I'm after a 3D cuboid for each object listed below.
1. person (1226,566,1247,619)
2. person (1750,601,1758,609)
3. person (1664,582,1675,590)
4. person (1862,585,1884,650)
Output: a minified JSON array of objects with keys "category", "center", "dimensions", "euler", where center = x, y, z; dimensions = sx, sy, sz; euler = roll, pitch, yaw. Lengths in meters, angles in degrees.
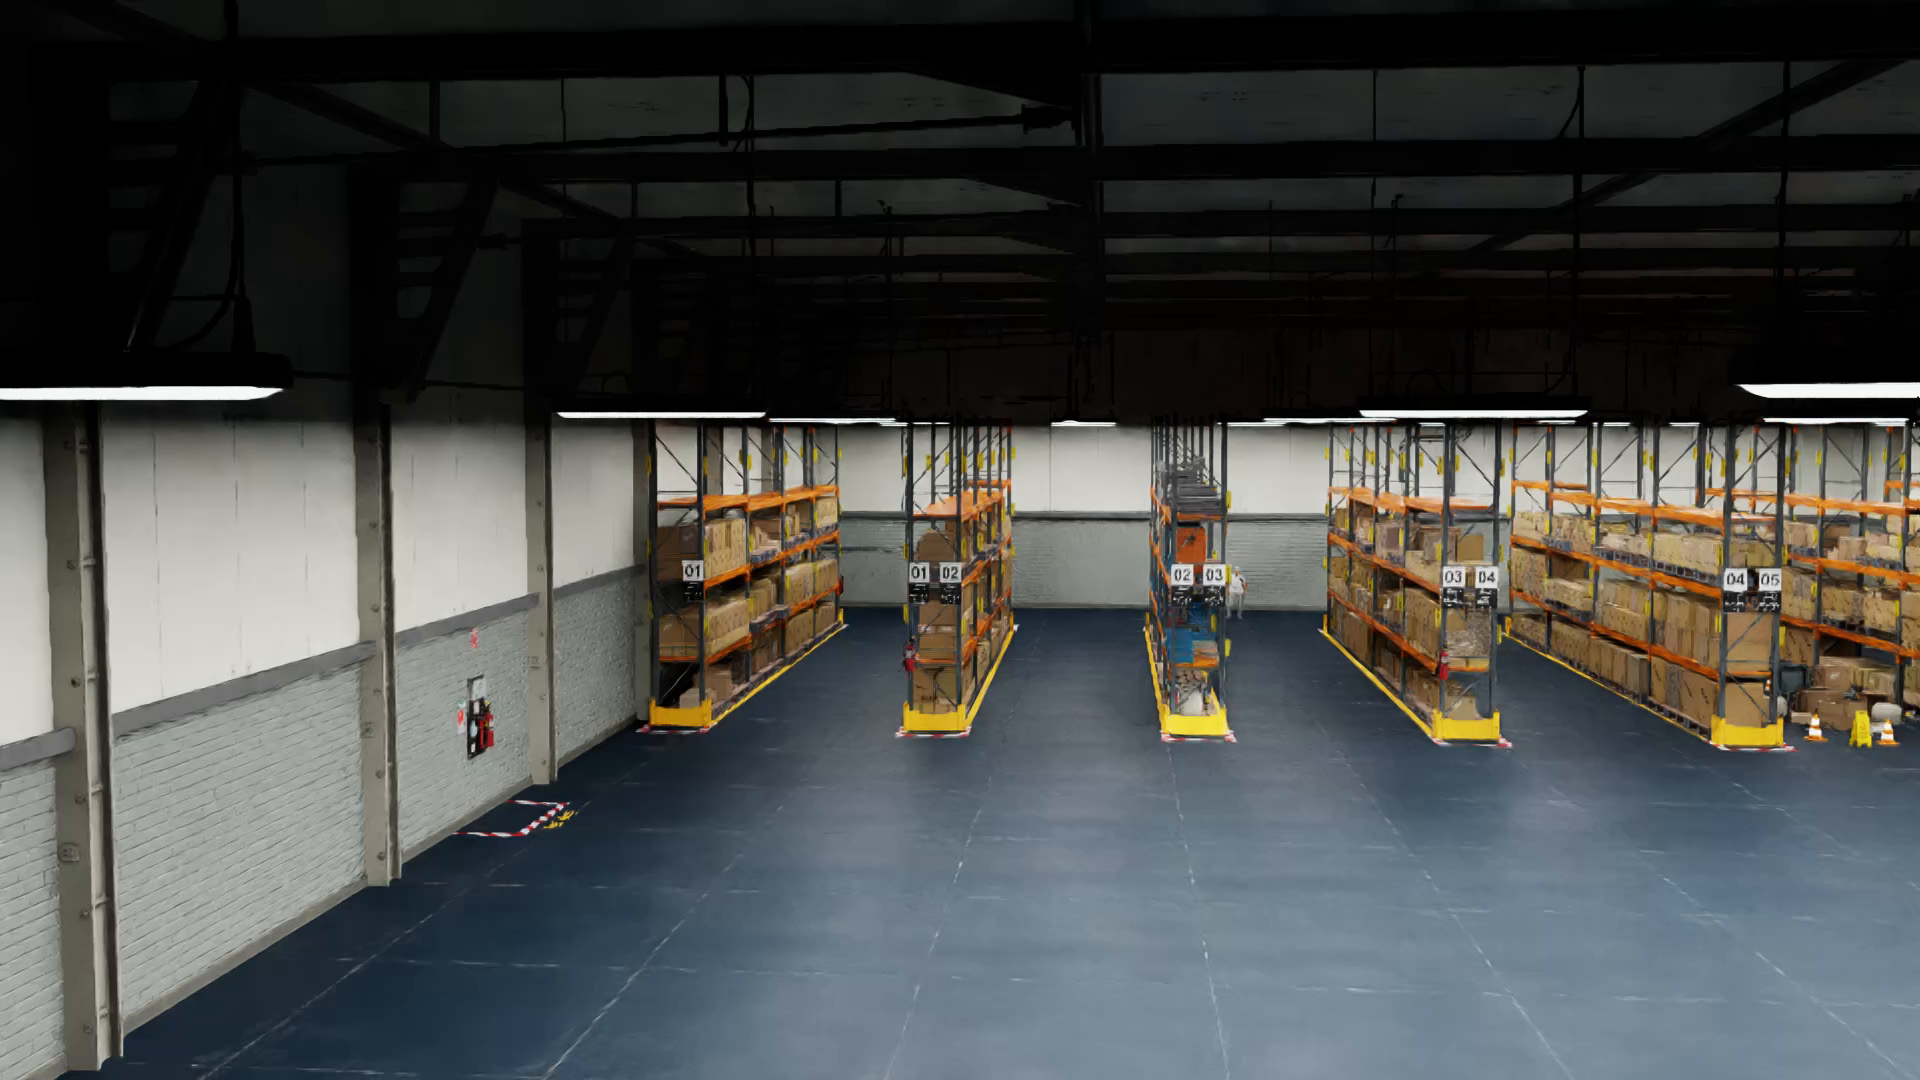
[{"category":"person","center":[8.271,1.577,49.803],"dimensions":[0.625,1.611,0.575],"euler":[0,4,2]},{"category":"person","center":[18.633,2.259,39.105],"dimensions":[0.567,1.641,0.610],"euler":[2,4,26]},{"category":"person","center":[19.060,1.873,44.721],"dimensions":[0.501,1.672,0.557],"euler":[0,4,-2]},{"category":"person","center":[23.686,1.989,43.018],"dimensions":[0.480,1.664,0.642],"euler":[1,4,17]}]
